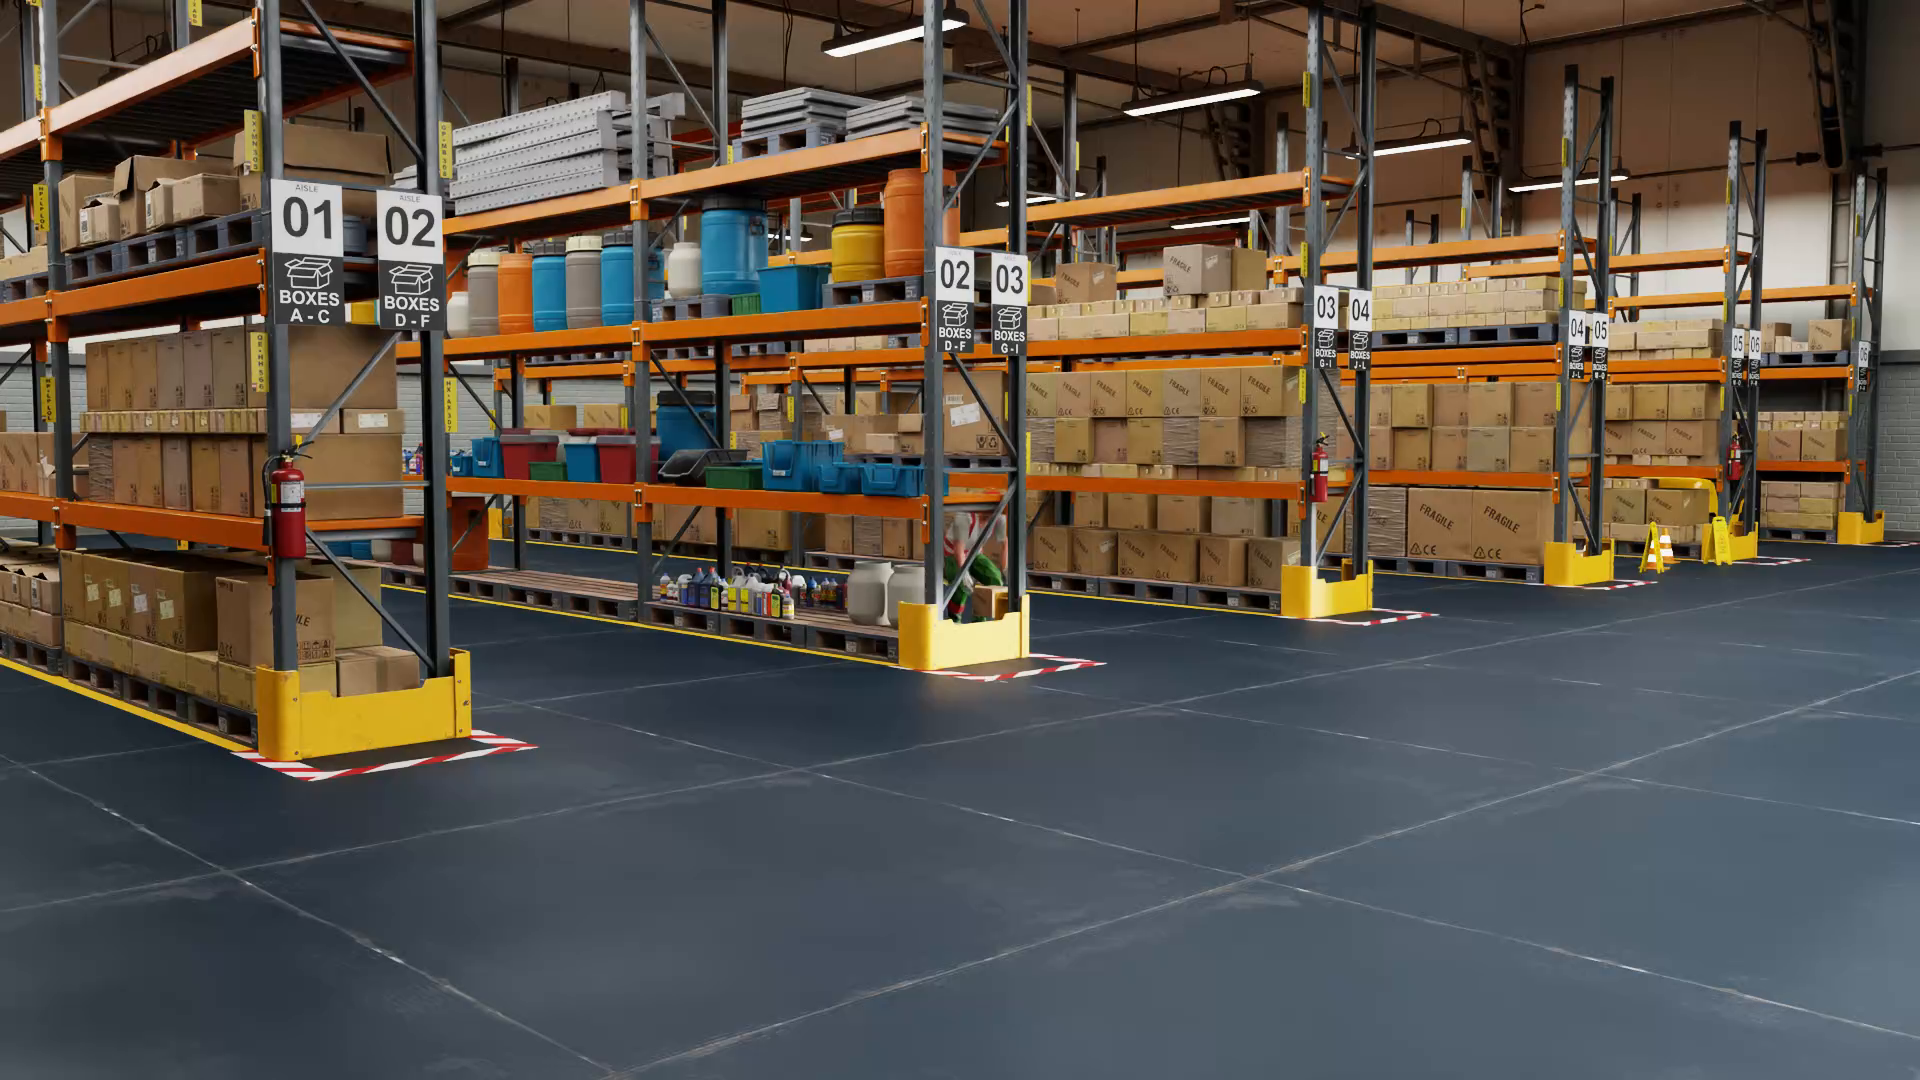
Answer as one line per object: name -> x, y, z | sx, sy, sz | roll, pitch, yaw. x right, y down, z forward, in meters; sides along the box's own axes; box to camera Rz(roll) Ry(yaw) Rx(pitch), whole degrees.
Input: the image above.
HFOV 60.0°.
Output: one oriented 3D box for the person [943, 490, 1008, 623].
person -> 0.159, 0.194, 14.849 | 0.585, 1.295, 0.816 | -2, 4, -25
